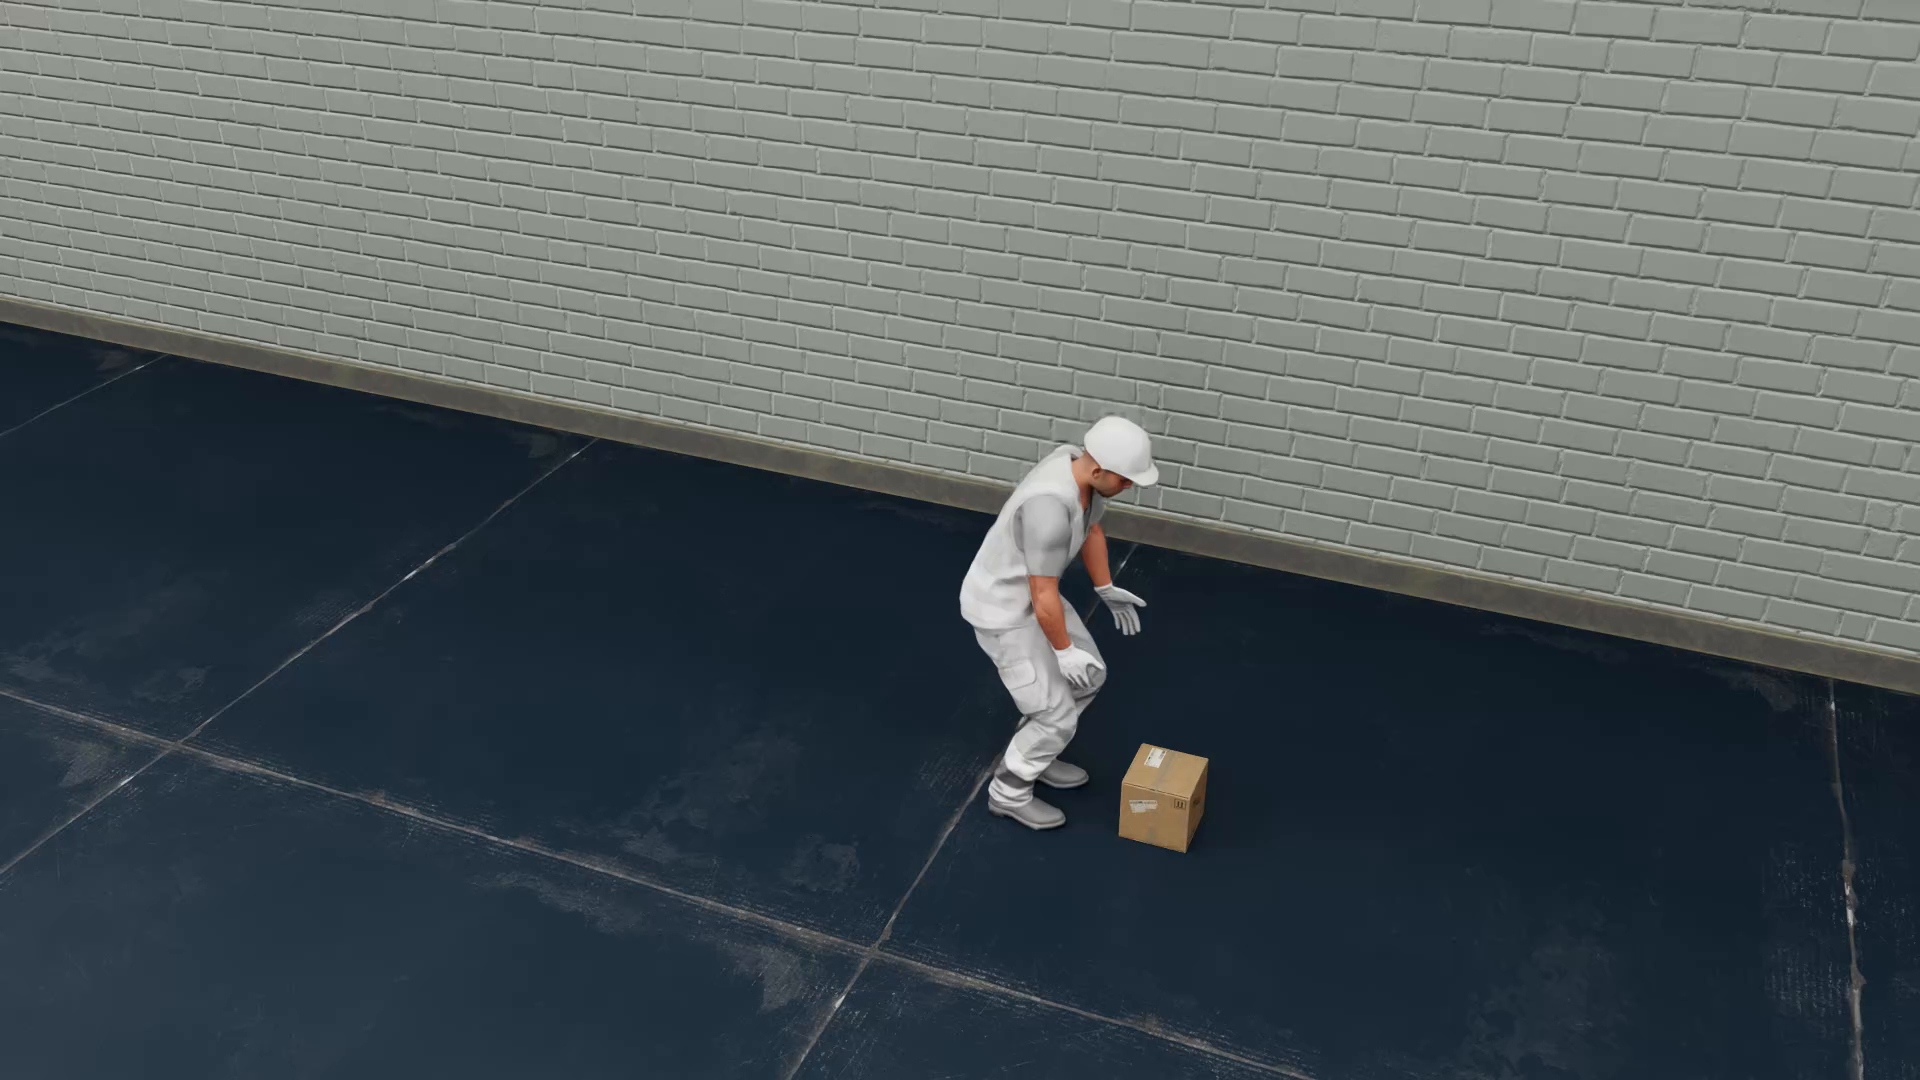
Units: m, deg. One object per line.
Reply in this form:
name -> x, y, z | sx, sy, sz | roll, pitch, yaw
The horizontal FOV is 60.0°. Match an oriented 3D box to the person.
person -> 0.345, 0.259, 5.856 | 0.647, 1.580, 0.575 | 12, 31, 20
